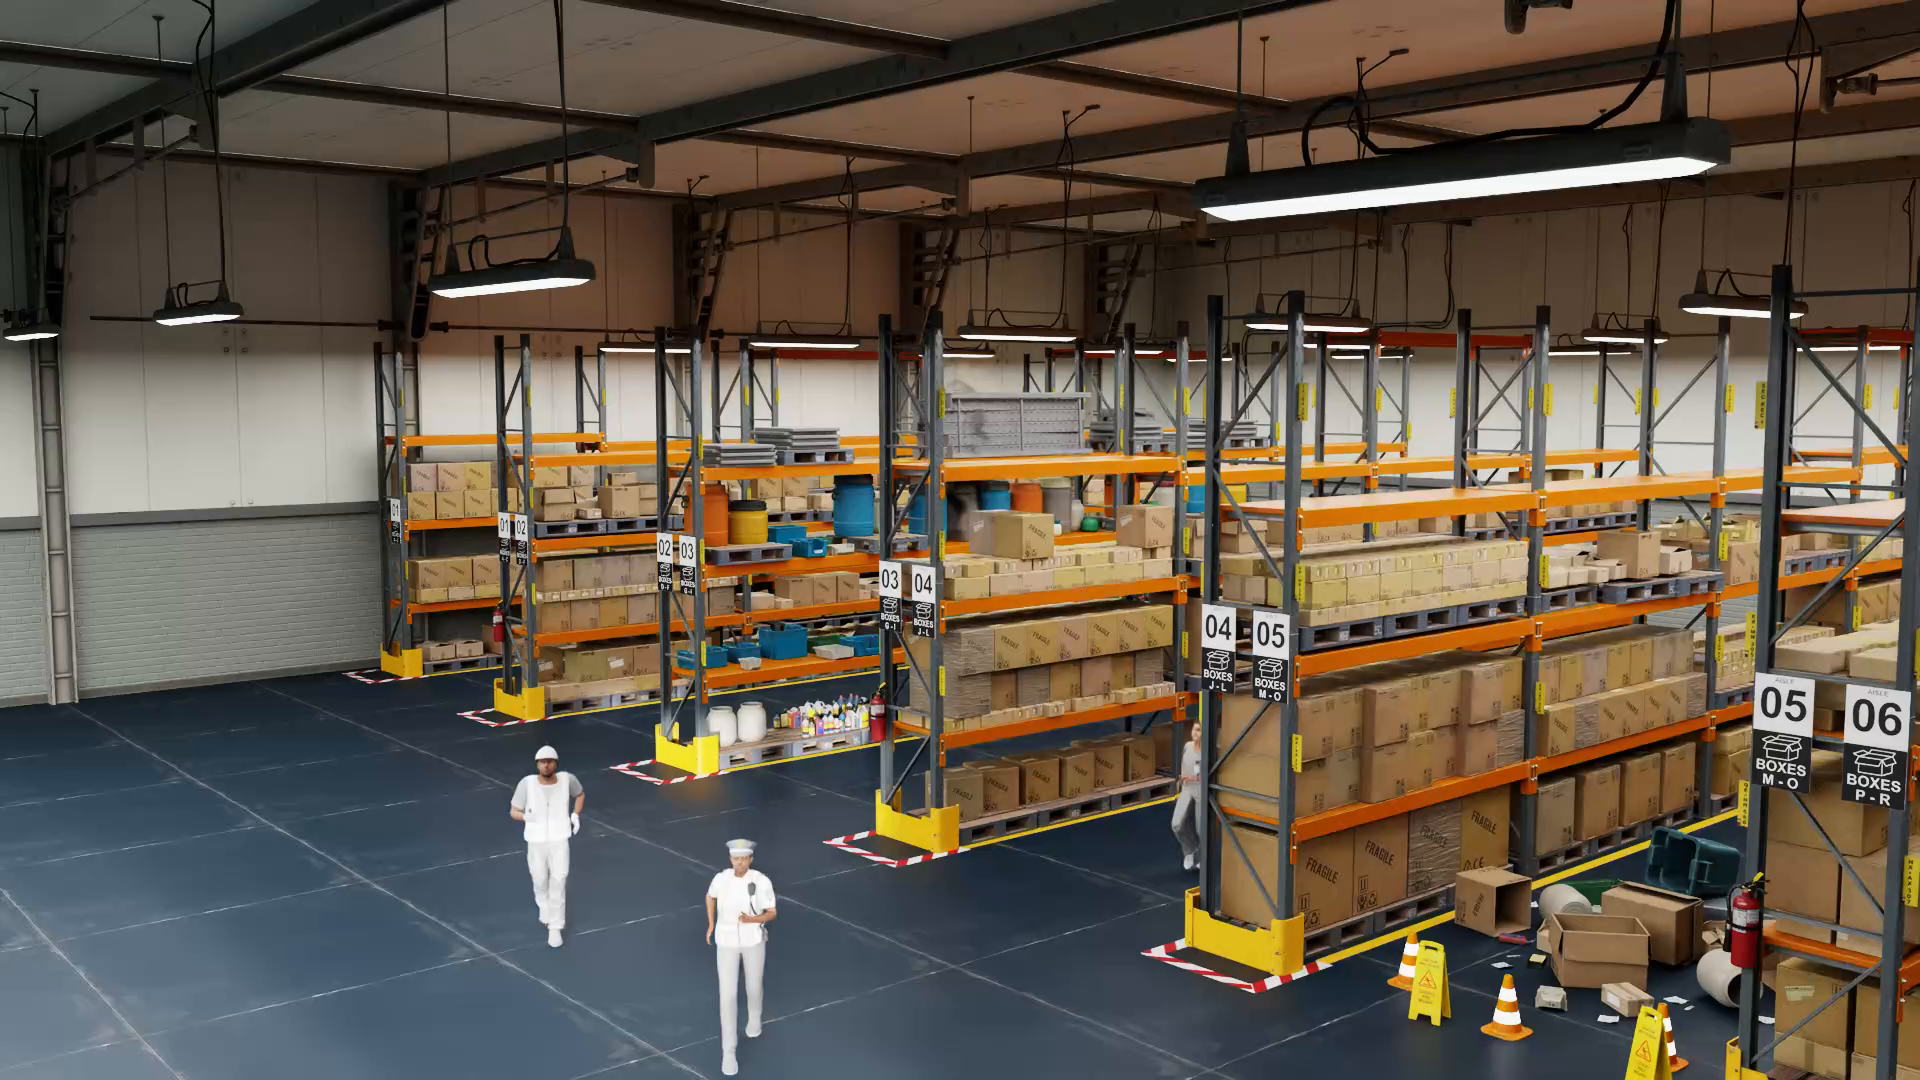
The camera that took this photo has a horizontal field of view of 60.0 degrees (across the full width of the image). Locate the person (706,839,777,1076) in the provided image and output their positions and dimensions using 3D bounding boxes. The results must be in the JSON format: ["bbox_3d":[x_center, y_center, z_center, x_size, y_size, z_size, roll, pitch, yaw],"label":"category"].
[{"bbox_3d":[-1.692,3.136,12.859,0.562,1.721,0.885,0,5,-4],"label":"person"}]

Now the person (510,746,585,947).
[{"bbox_3d":[-3.870,2.819,15.620,0.683,1.779,0.929,-1,5,-12],"label":"person"}]

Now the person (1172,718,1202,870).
[{"bbox_3d":[2.506,2.717,17.718,0.546,1.638,0.640,4,6,36],"label":"person"}]
